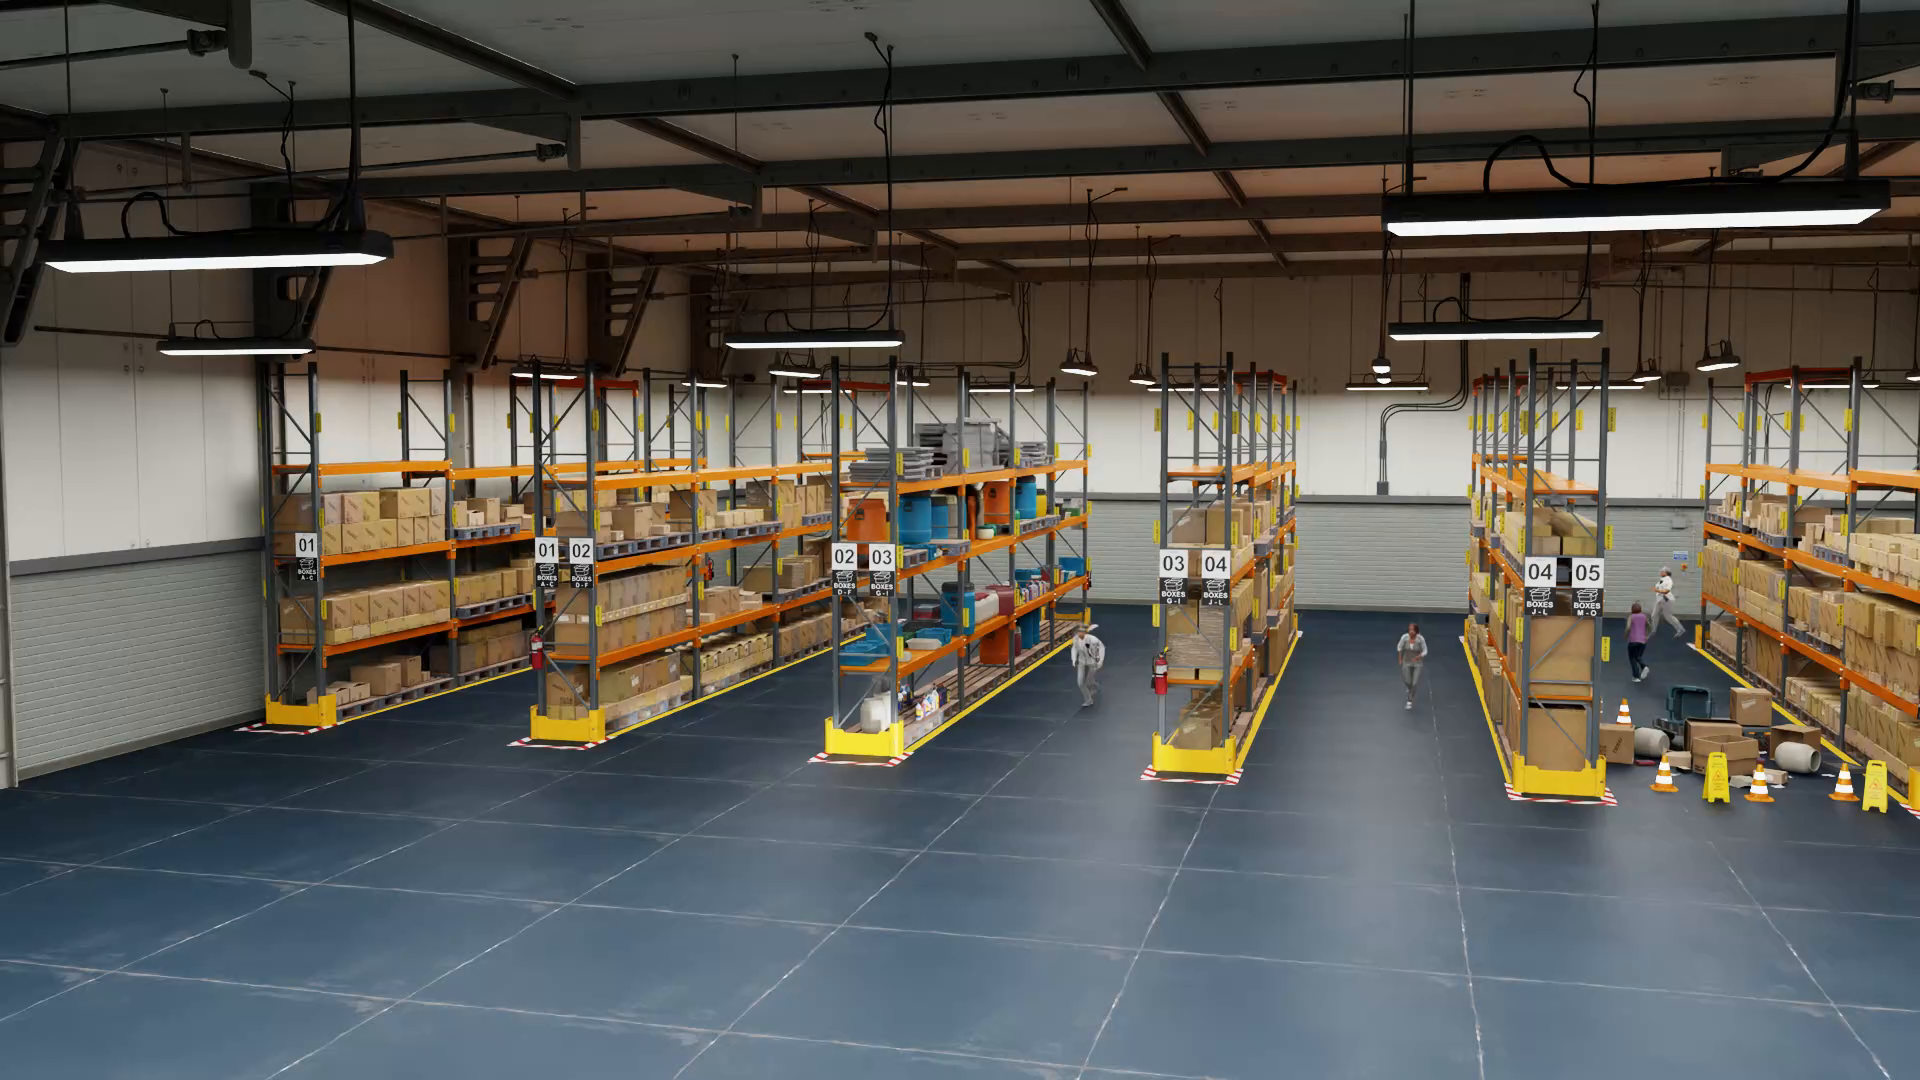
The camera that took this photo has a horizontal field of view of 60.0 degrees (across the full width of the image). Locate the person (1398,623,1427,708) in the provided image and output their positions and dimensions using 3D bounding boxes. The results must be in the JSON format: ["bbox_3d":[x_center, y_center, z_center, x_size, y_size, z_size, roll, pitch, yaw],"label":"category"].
[{"bbox_3d":[7.903,2.195,29.055,0.492,1.520,0.622,1,4,12],"label":"person"}]

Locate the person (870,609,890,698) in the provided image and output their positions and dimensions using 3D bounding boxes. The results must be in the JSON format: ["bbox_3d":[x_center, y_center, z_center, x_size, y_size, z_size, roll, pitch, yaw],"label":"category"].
[{"bbox_3d":[-1.426,2.059,29.994,0.591,1.672,0.689,-1,4,-14],"label":"person"}]

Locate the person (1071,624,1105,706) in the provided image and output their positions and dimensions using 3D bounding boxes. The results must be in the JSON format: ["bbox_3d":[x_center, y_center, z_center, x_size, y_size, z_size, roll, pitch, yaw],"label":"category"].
[{"bbox_3d":[2.295,2.191,29.399,0.629,1.499,0.873,2,4,25],"label":"person"}]

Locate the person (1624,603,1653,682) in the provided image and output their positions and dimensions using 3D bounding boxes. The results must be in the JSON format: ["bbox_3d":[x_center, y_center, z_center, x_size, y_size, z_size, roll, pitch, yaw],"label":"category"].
[{"bbox_3d":[13.131,1.985,32.150,0.539,1.534,0.547,0,4,-2],"label":"person"}]

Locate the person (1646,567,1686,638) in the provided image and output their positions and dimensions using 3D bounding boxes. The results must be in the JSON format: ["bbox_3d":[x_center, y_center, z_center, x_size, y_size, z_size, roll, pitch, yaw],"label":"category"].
[{"bbox_3d":[16.287,1.455,38.436,0.893,1.673,0.604,0,4,6],"label":"person"}]
